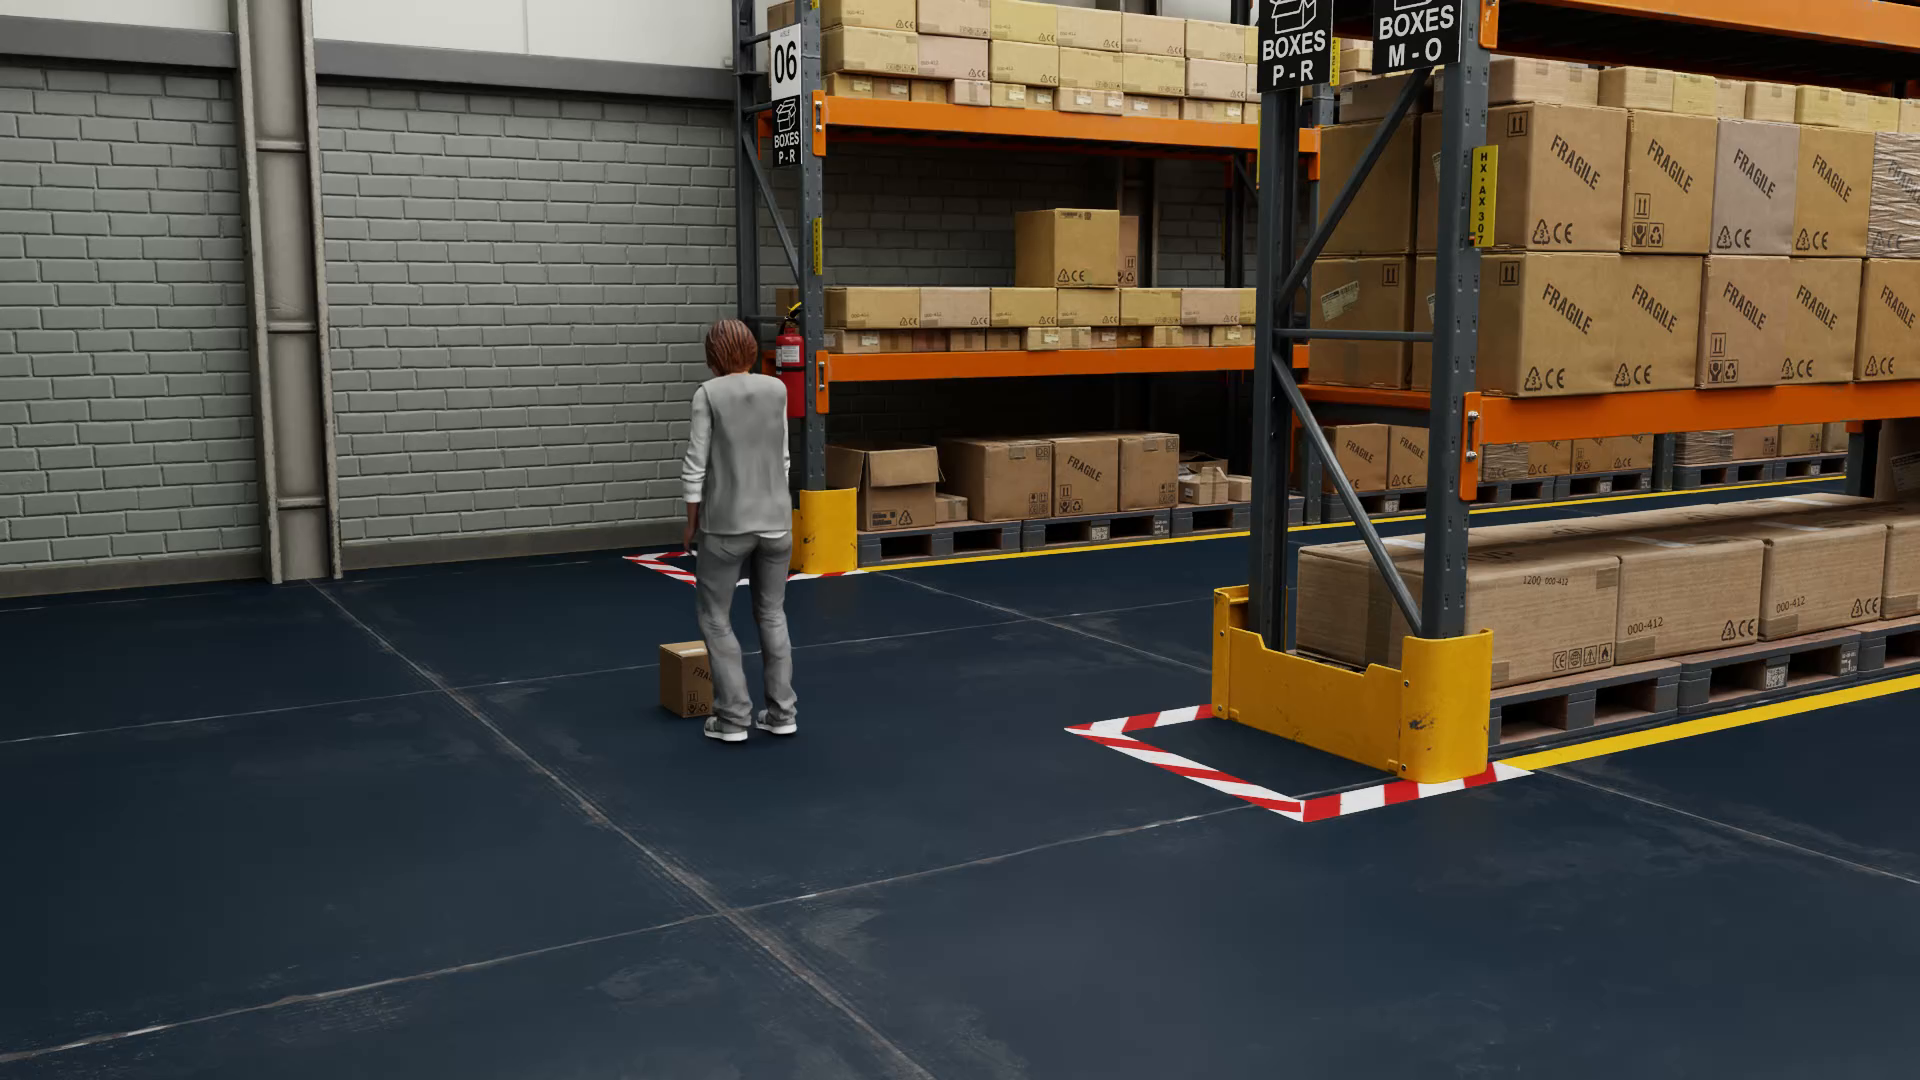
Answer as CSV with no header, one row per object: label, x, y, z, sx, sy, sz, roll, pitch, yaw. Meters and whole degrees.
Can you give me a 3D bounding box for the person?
person,-0.824,-0.022,6.191,0.420,1.556,0.353,-5,10,-30
